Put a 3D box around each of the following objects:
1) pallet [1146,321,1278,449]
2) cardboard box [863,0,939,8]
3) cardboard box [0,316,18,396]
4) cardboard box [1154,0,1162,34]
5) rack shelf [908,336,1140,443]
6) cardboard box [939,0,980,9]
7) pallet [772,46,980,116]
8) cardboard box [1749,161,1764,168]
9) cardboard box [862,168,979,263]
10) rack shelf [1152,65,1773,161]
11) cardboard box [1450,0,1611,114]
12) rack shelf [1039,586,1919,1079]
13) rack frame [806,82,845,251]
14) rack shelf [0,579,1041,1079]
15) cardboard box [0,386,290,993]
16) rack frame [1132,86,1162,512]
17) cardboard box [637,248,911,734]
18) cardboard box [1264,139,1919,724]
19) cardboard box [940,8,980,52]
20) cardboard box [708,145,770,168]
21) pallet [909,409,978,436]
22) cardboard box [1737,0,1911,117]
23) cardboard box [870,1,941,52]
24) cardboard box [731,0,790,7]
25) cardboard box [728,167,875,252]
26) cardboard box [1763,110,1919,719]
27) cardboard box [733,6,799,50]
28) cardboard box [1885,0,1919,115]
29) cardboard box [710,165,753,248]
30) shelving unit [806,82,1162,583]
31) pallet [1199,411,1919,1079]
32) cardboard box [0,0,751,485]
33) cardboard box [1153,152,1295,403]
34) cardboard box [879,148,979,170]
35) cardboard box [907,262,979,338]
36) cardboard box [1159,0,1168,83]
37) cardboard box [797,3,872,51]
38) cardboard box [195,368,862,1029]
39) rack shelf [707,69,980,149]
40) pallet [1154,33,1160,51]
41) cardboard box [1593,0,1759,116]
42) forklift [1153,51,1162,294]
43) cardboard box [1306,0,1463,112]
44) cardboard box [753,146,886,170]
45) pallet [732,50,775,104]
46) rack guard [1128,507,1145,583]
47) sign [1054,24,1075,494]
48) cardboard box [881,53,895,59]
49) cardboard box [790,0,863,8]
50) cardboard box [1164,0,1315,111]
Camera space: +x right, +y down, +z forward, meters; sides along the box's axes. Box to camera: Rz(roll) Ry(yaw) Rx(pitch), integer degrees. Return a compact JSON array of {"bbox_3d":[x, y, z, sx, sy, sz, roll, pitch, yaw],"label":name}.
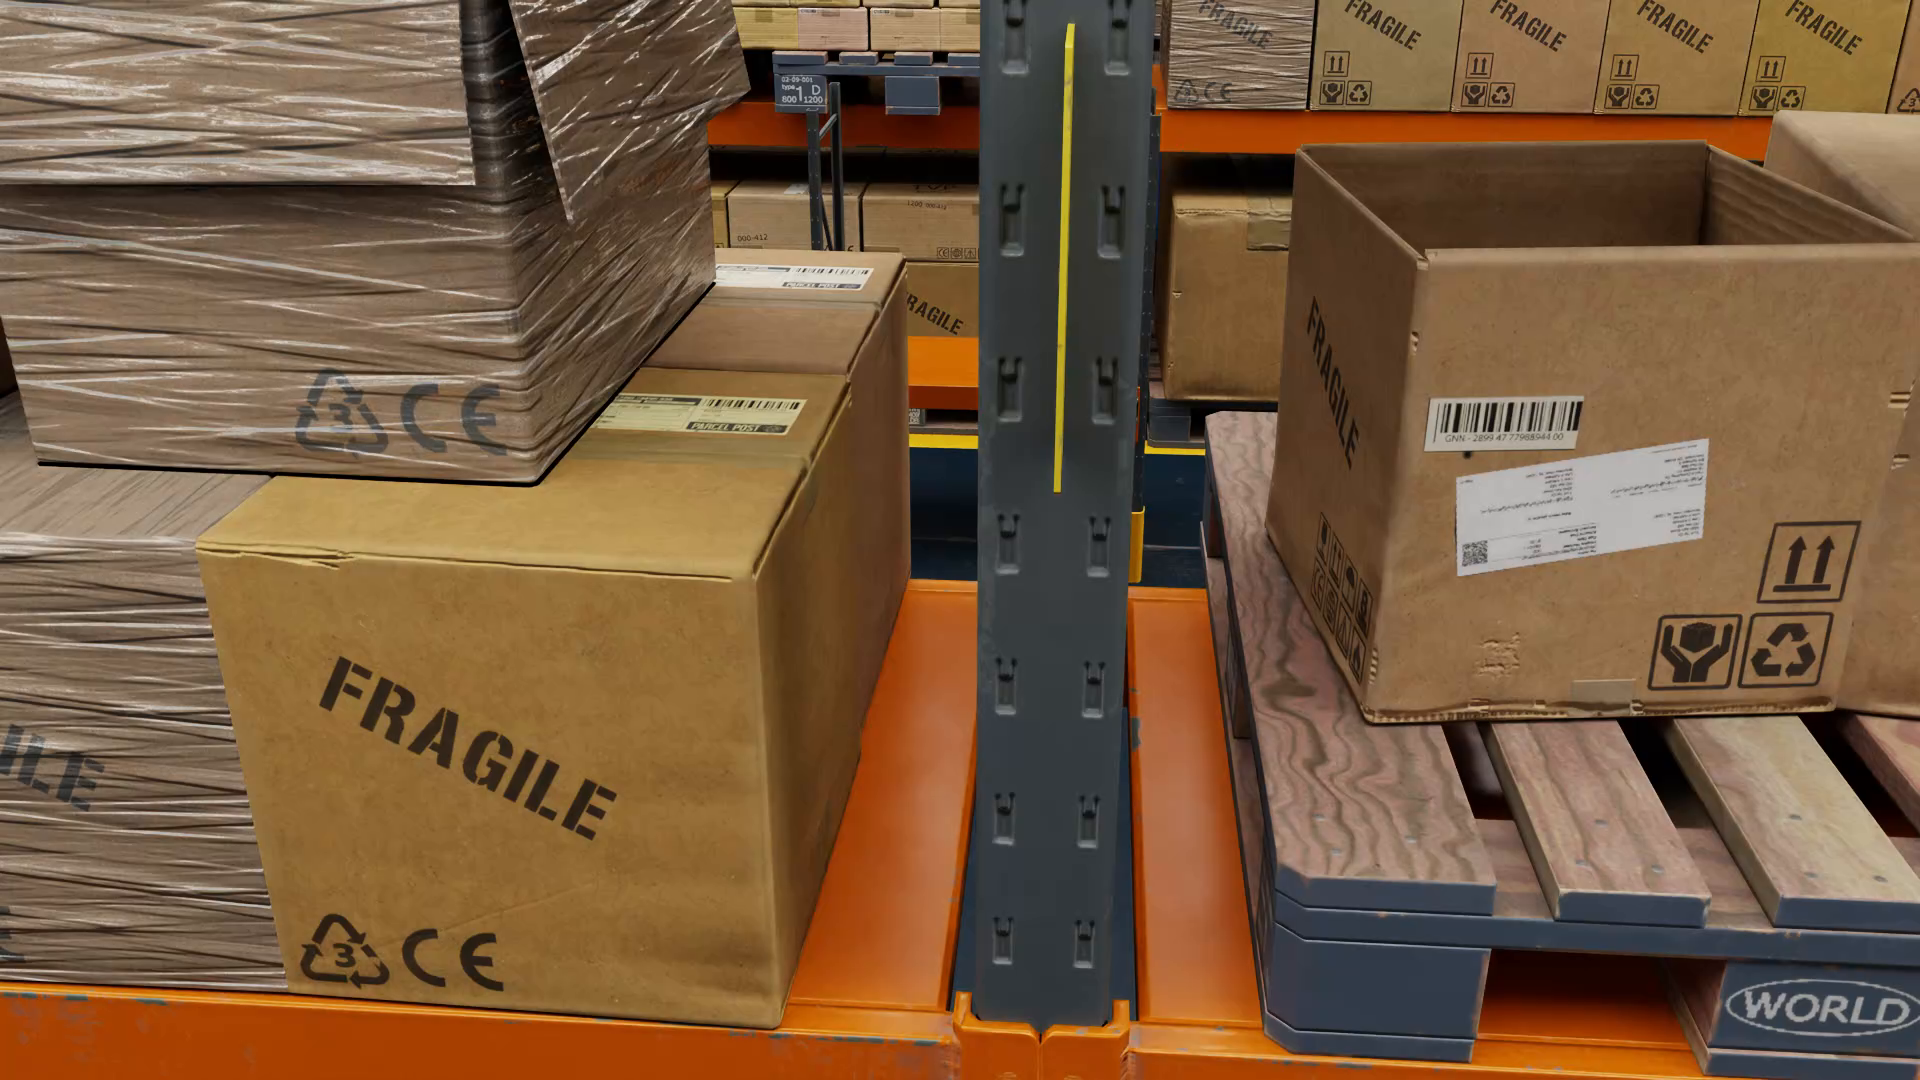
[{"bbox_3d":[1.376,-0.648,6.905,1.213,0.211,1.003,2,25,4],"label":"pallet"},{"bbox_3d":[-0.198,-2.017,5.987,0.250,0.149,0.380,3,25,6],"label":"cardboard box"},{"bbox_3d":[-1.262,-0.460,1.843,0.637,0.503,0.797,2,25,5],"label":"cardboard box"},{"bbox_3d":[1.871,-5.193,15.785,0.625,0.625,0.875,3,25,6],"label":"cardboard box"},{"bbox_3d":[0.085,-0.515,5.506,1.000,0.185,0.538,2,25,4],"label":"rack shelf"},{"bbox_3d":[0.068,-2.009,5.970,0.250,0.149,0.380,2,25,5],"label":"cardboard box"},{"bbox_3d":[-0.123,-1.862,6.439,1.003,0.211,1.213,2,25,4],"label":"pallet"},{"bbox_3d":[2.997,-1.027,6.582,0.750,0.750,1.050,2,25,4],"label":"cardboard box"},{"bbox_3d":[-0.106,-1.280,6.534,0.500,0.250,0.500,1,25,3],"label":"cardboard box"},{"bbox_3d":[2.590,-1.580,6.457,4.000,0.370,1.077,2,25,4],"label":"rack shelf"},{"bbox_3d":[2.033,-1.858,6.081,0.500,0.500,0.500,2,25,4],"label":"cardboard box"},{"bbox_3d":[2.109,0.484,1.971,4.000,0.370,1.077,2,25,4],"label":"rack shelf"},{"bbox_3d":[-0.422,-0.695,5.466,0.032,1.500,0.500,2,25,4],"label":"rack frame"},{"bbox_3d":[-1.879,0.356,2.249,4.000,0.370,1.077,2,25,4],"label":"rack shelf"},{"bbox_3d":[-0.892,0.116,1.789,0.500,0.500,0.500,2,25,4],"label":"cardboard box"},{"bbox_3d":[0.592,-0.662,5.395,0.032,1.500,0.500,2,25,4],"label":"rack frame"},{"bbox_3d":[-0.349,-0.082,2.219,0.500,0.500,0.500,3,25,6],"label":"cardboard box"},{"bbox_3d":[0.657,-0.143,1.850,0.500,0.500,0.500,-1,25,-2],"label":"cardboard box"},{"bbox_3d":[0.069,-1.872,6.028,0.250,0.149,0.380,2,25,5],"label":"cardboard box"},{"bbox_3d":[-1.071,-1.527,7.072,0.500,0.250,0.500,2,25,4],"label":"cardboard box"},{"bbox_3d":[-0.183,-0.730,7.084,1.213,0.211,1.003,2,25,4],"label":"pallet"},{"bbox_3d":[3.035,-1.826,6.011,0.500,0.500,0.500,2,25,5],"label":"cardboard box"},{"bbox_3d":[-0.179,-1.881,6.047,0.250,0.149,0.380,2,25,4],"label":"cardboard box"},{"bbox_3d":[-0.710,-2.032,6.021,0.250,0.149,0.380,2,25,4],"label":"cardboard box"},{"bbox_3d":[-0.611,-1.291,6.559,0.500,0.250,0.500,2,25,5],"label":"cardboard box"},{"bbox_3d":[1.221,-0.167,1.902,0.500,0.500,0.700,5,25,12],"label":"cardboard box"},{"bbox_3d":[-0.684,-1.898,6.085,0.250,0.149,0.380,2,25,3],"label":"cardboard box"},{"bbox_3d":[3.539,-1.810,5.976,0.500,0.500,0.500,2,25,3],"label":"cardboard box"},{"bbox_3d":[-1.116,-1.314,6.608,0.500,0.250,0.500,2,25,5],"label":"cardboard box"},{"bbox_3d":[0.076,-0.679,5.431,1.083,1.500,0.587,2,25,4],"label":"shelving unit"},{"bbox_3d":[0.834,0.158,2.047,1.003,0.211,1.213,2,25,4],"label":"pallet"},{"bbox_3d":[-0.613,-0.438,1.795,0.637,0.503,0.797,3,25,6],"label":"cardboard box"},{"bbox_3d":[1.196,-1.083,6.704,0.750,0.750,1.050,2,25,3],"label":"cardboard box"},{"bbox_3d":[-0.073,-1.490,6.991,0.500,0.250,0.500,1,25,2],"label":"cardboard box"},{"bbox_3d":[-0.081,-0.939,6.689,0.500,0.500,0.500,2,25,4],"label":"cardboard box"},{"bbox_3d":[1.065,-2.114,6.636,0.500,0.500,0.500,2,25,4],"label":"cardboard box"},{"bbox_3d":[-0.435,-1.889,6.065,0.250,0.149,0.380,2,25,5],"label":"cardboard box"},{"bbox_3d":[-0.396,0.135,1.749,0.500,0.500,0.500,3,25,6],"label":"cardboard box"},{"bbox_3d":[-1.398,-1.708,6.735,4.000,0.370,1.077,2,25,4],"label":"rack shelf"},{"bbox_3d":[2.068,-4.797,15.923,1.213,0.211,1.003,2,25,4],"label":"pallet"},{"bbox_3d":[2.529,-1.841,6.044,0.500,0.500,0.500,2,25,3],"label":"cardboard box"},{"bbox_3d":[2.319,-2.736,8.190,3.031,2.935,1.130,1,25,2],"label":"forklift"},{"bbox_3d":[1.530,-1.875,6.116,0.500,0.500,0.500,2,25,3],"label":"cardboard box"},{"bbox_3d":[-0.579,-1.506,7.026,0.500,0.250,0.500,2,25,3],"label":"cardboard box"},{"bbox_3d":[-1.381,-1.930,6.586,1.213,0.211,1.003,2,25,4],"label":"pallet"},{"bbox_3d":[0.573,-0.095,5.658,0.087,0.250,0.587,2,25,4],"label":"rack guard"},{"bbox_3d":[0.076,-0.202,1.215,0.005,0.325,0.100,2,25,4],"label":"sign"},{"bbox_3d":[-0.697,-3.350,11.482,0.875,0.875,0.875,2,25,5],"label":"cardboard box"},{"bbox_3d":[-0.461,-2.024,6.003,0.250,0.149,0.380,2,25,5],"label":"cardboard box"},{"bbox_3d":[1.023,-1.890,6.149,0.500,0.500,0.500,2,25,5],"label":"cardboard box"}]
